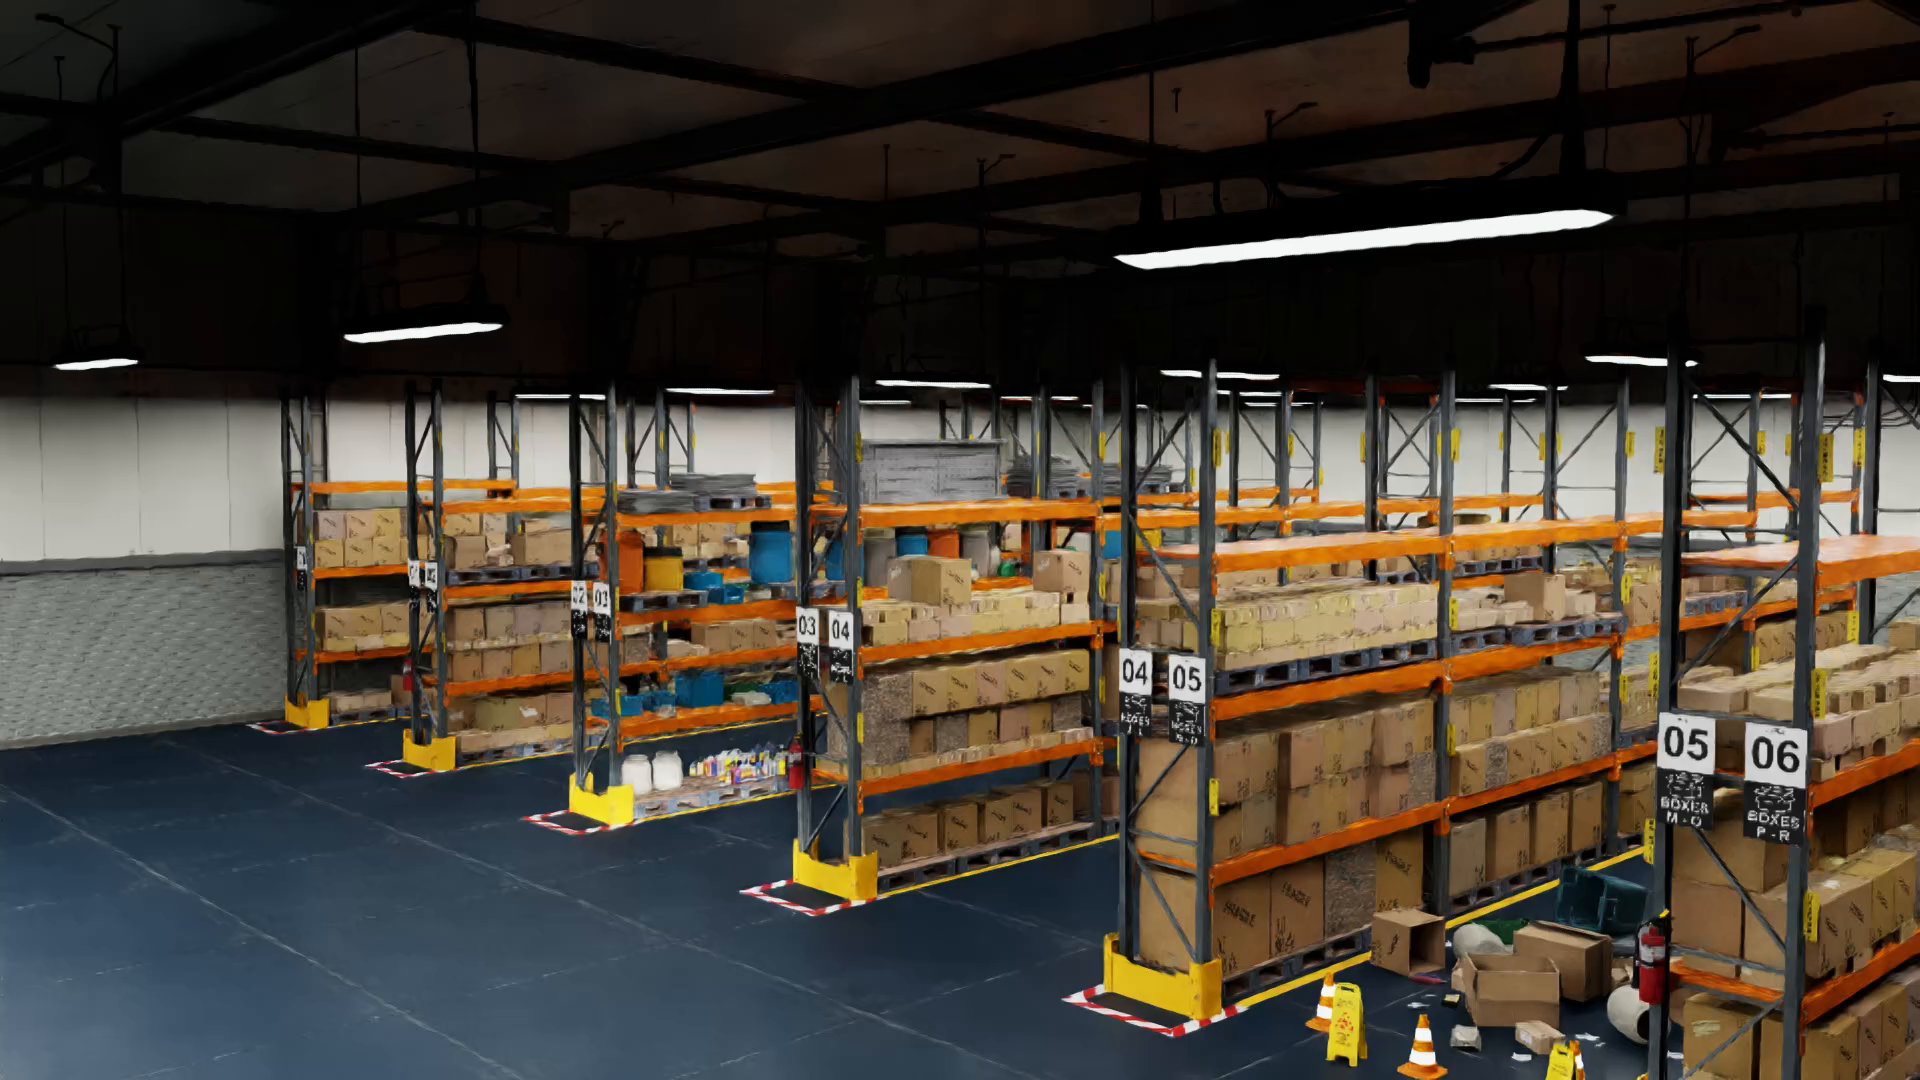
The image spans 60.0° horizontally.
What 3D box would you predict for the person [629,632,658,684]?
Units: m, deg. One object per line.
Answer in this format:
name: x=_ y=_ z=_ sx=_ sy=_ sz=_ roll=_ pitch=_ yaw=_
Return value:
person: x=-5.986 y=2.292 z=31.410 sx=1.048 sy=1.741 sz=0.576 roll=-4 pitch=5 yaw=-45
